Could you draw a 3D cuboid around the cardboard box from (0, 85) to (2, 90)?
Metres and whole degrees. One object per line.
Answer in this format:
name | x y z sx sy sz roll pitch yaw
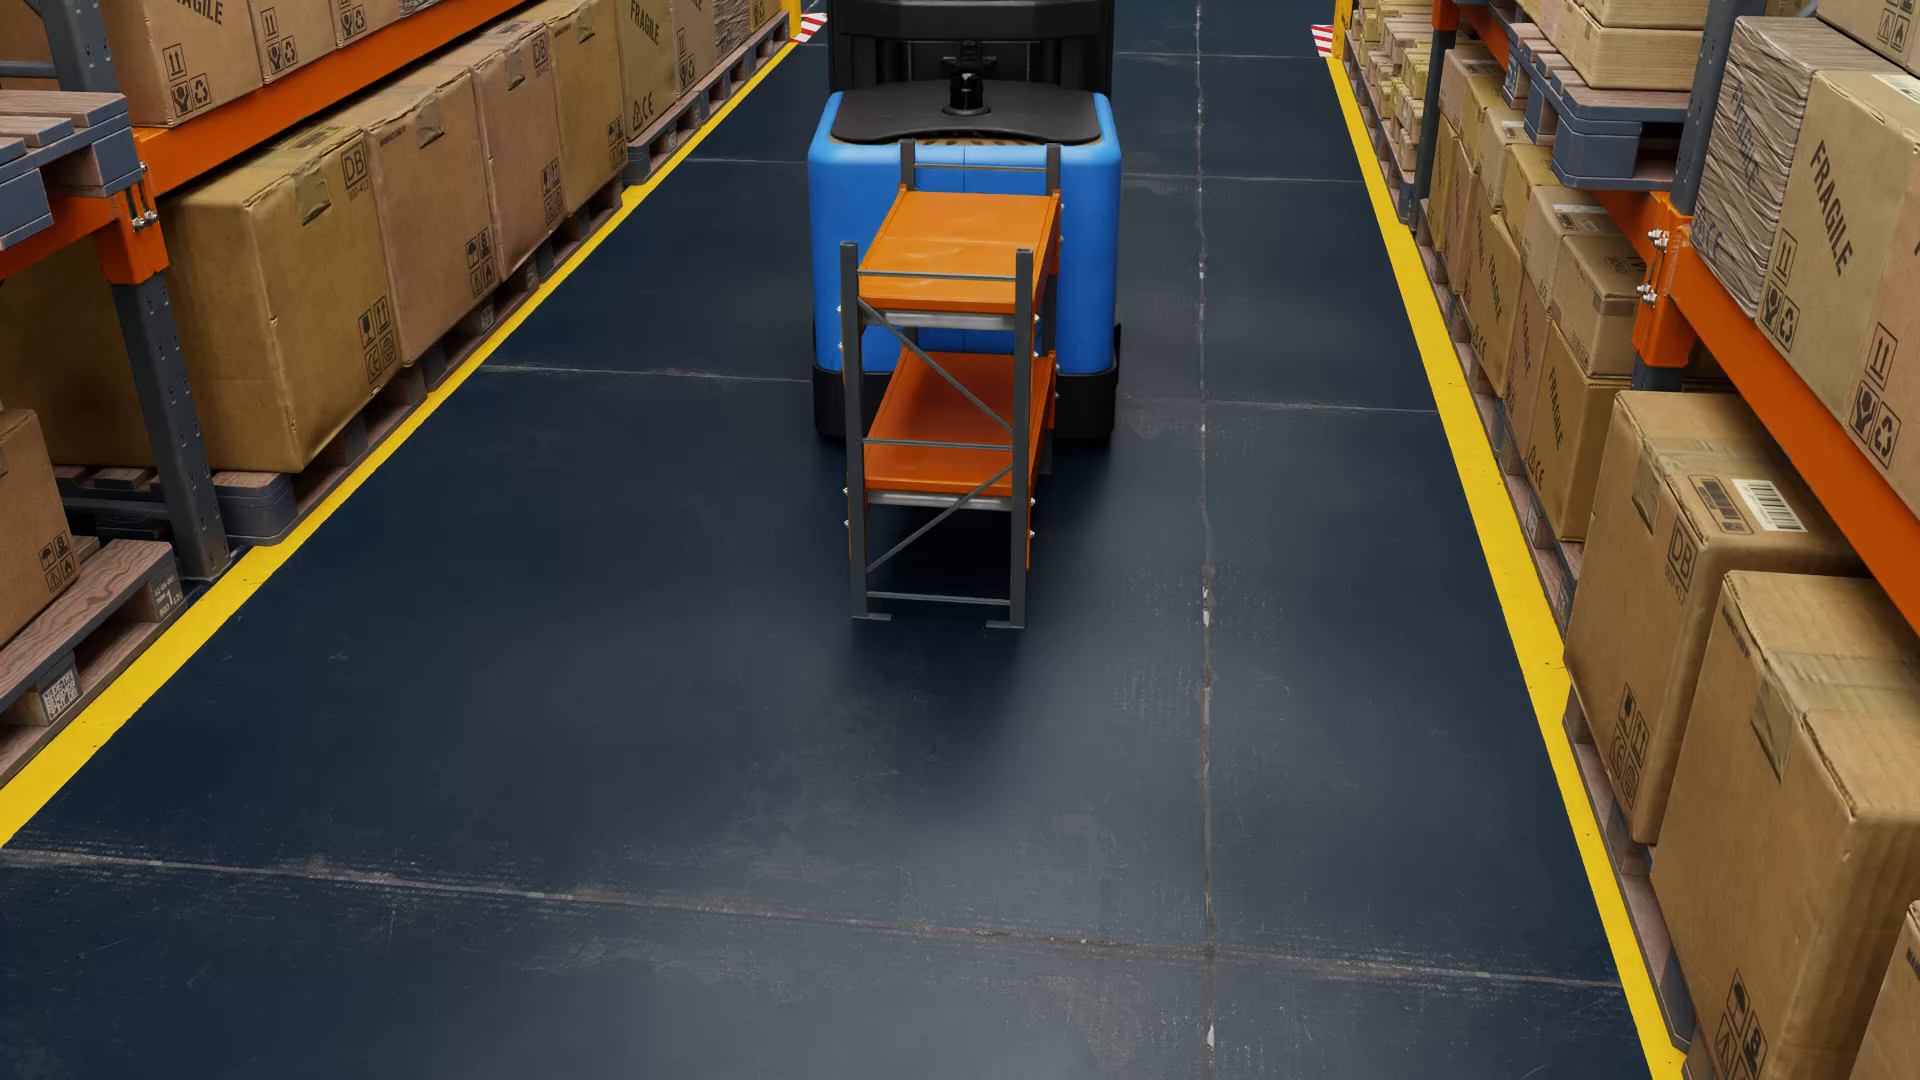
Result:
cardboard box | -2.920 -1.534 4.829 0.500 0.500 0.500 4 29 8

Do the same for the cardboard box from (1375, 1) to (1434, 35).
cardboard box | 2.613 -3.017 9.624 0.380 0.149 0.250 4 29 7

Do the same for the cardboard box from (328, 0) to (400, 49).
cardboard box | -2.284 -1.985 5.666 0.500 0.500 0.500 3 28 5

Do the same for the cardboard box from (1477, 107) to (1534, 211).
cardboard box | 2.184 -1.382 6.054 0.500 0.250 0.500 4 29 8

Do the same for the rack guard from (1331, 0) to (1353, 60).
rack guard | 3.147 -3.537 11.288 1.175 0.500 0.348 3 28 6

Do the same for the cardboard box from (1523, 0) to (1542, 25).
cardboard box | 1.878 -1.596 4.871 0.380 0.149 0.250 3 28 6

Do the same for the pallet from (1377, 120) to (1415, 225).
pallet | 2.713 -1.881 8.519 1.003 0.211 1.213 3 28 6

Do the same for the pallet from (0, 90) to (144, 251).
pallet | -2.716 -0.817 3.807 1.213 0.211 1.003 3 28 6

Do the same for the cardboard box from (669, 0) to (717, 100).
cardboard box | -1.974 -3.105 9.649 0.875 0.875 0.875 3 28 6

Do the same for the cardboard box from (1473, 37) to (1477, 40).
cardboard box | 3.262 -2.980 9.868 0.380 0.149 0.250 4 29 7

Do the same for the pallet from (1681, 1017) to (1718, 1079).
pallet | 1.853 1.259 2.690 1.003 0.211 1.213 3 28 6

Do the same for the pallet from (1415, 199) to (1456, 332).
pallet | 2.572 -1.196 7.248 1.003 0.211 1.213 3 28 6

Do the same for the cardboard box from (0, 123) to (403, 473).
cardboard box | -2.629 -0.816 5.400 1.225 0.875 0.875 2 28 4

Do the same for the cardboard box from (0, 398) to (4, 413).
cardboard box | -2.787 -0.350 4.117 0.500 0.250 0.500 4 29 8

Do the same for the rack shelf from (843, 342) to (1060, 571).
rack shelf | 0.001 -0.283 5.105 0.538 0.278 1.000 3 28 6

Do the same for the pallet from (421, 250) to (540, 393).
pallet | -2.411 -0.955 6.800 1.003 0.211 1.213 3 28 6

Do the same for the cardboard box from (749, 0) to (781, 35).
cardboard box | -1.753 -3.953 11.222 0.875 0.875 0.875 3 28 6

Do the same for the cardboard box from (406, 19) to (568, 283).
cardboard box | -2.411 -1.653 6.952 1.225 0.875 0.875 2 28 4

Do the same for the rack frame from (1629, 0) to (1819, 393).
rack frame | 2.176 -0.908 3.772 1.000 3.000 0.127 3 28 6

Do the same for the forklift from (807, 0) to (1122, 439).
forklift | 0.045 -2.296 6.422 1.130 2.935 3.031 1 28 1

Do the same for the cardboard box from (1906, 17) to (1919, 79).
cardboard box | 2.050 -0.943 2.678 0.700 0.500 0.500 3 28 5

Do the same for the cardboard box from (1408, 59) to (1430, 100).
cardboard box | 2.443 -2.287 8.269 0.380 0.149 0.250 4 29 7

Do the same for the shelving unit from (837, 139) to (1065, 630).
shelving unit | 0.001 -0.498 4.989 0.538 1.125 1.048 3 28 6

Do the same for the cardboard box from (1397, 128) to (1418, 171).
cardboard box | 2.376 -1.925 8.223 0.380 0.149 0.250 4 29 7

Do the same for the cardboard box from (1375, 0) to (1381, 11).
cardboard box | 2.734 -3.269 10.090 0.380 0.149 0.250 2 28 4

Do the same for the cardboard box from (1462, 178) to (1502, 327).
cardboard box | 2.198 -1.046 6.221 0.500 0.500 0.500 4 29 7

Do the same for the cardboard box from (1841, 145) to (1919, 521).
cardboard box | 1.731 -0.279 2.500 0.500 0.500 0.500 3 28 6

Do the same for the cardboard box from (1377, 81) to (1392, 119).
cardboard box | 2.503 -2.412 9.127 0.380 0.149 0.250 3 28 6

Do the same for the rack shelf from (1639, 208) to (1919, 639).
rack shelf | 1.931 0.351 2.195 1.077 0.370 4.000 3 28 6

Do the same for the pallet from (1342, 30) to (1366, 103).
pallet | 3.012 -3.030 10.651 1.003 0.211 1.213 3 28 6

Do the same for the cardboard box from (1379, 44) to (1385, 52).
cardboard box | 2.723 -2.890 10.015 0.380 0.149 0.250 3 29 6

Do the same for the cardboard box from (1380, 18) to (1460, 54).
cardboard box | 2.538 -2.783 9.189 0.380 0.149 0.250 2 28 4

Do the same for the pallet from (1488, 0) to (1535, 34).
pallet | 2.378 -1.757 5.551 1.003 0.211 1.213 3 28 6

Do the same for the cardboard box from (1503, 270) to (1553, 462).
cardboard box | 2.065 -0.561 5.322 0.500 0.500 0.500 4 29 8

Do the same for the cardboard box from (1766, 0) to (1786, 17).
cardboard box | 2.528 -1.561 4.807 0.380 0.149 0.250 5 29 9

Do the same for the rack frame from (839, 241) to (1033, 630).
rack frame | -0.061 -0.259 4.545 0.500 1.125 0.032 3 28 6

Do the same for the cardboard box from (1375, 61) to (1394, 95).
cardboard box | 2.598 -2.646 9.562 0.380 0.149 0.250 3 28 6

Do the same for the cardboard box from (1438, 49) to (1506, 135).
cardboard box | 2.313 -1.872 6.965 0.500 0.250 0.500 2 28 4

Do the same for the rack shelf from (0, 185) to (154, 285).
rack shelf | -2.979 0.015 2.818 1.077 0.370 4.000 3 28 6

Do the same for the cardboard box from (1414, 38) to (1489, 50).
cardboard box | 2.576 -2.522 8.705 0.380 0.149 0.250 4 29 8

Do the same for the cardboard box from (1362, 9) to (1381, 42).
cardboard box | 2.666 -3.142 10.169 0.380 0.149 0.250 4 29 8

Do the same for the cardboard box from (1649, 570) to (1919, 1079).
cardboard box | 1.908 0.591 2.919 1.050 0.750 0.750 4 29 7

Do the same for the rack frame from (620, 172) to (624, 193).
rack frame | -2.244 -3.126 7.890 1.000 3.000 0.127 3 28 6

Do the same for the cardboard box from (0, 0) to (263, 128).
cardboard box | -2.405 -1.500 4.767 0.500 0.500 0.500 4 29 8

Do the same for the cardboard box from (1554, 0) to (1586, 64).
cardboard box | 1.812 -1.358 4.429 0.380 0.149 0.250 3 28 6

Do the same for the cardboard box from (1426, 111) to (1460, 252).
cardboard box | 2.312 -1.542 7.143 0.500 0.500 0.500 4 29 8

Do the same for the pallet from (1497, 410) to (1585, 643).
pallet | 2.273 -0.048 5.116 1.003 0.211 1.213 3 28 6

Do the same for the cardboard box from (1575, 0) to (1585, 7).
cardboard box | 1.816 -1.498 4.376 0.380 0.149 0.250 4 29 8

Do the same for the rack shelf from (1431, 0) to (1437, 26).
rack shelf | 2.911 -3.415 9.185 1.077 0.370 4.000 3 28 6

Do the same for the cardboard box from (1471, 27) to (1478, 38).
cardboard box | 3.135 -2.991 9.576 0.380 0.149 0.250 2 28 4

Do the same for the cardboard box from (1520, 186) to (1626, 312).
cardboard box | 2.051 -0.898 5.156 0.500 0.250 0.500 4 29 7

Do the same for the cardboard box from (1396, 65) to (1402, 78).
cardboard box | 2.565 -2.507 8.990 0.380 0.149 0.250 4 29 7

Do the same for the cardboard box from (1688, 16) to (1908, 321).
cardboard box | 1.853 -0.756 3.385 0.500 0.500 0.500 4 29 7

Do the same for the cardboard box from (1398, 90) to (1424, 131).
cardboard box | 2.410 -2.146 8.320 0.380 0.149 0.250 2 28 4

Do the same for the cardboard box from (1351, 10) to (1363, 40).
cardboard box | 2.774 -3.375 10.915 0.380 0.149 0.250 4 29 7

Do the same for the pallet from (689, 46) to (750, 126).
pallet | -1.926 -2.828 10.277 1.003 0.211 1.213 3 28 6

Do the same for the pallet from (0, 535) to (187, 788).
pallet | -2.831 0.352 4.374 1.003 0.211 1.213 3 28 6
